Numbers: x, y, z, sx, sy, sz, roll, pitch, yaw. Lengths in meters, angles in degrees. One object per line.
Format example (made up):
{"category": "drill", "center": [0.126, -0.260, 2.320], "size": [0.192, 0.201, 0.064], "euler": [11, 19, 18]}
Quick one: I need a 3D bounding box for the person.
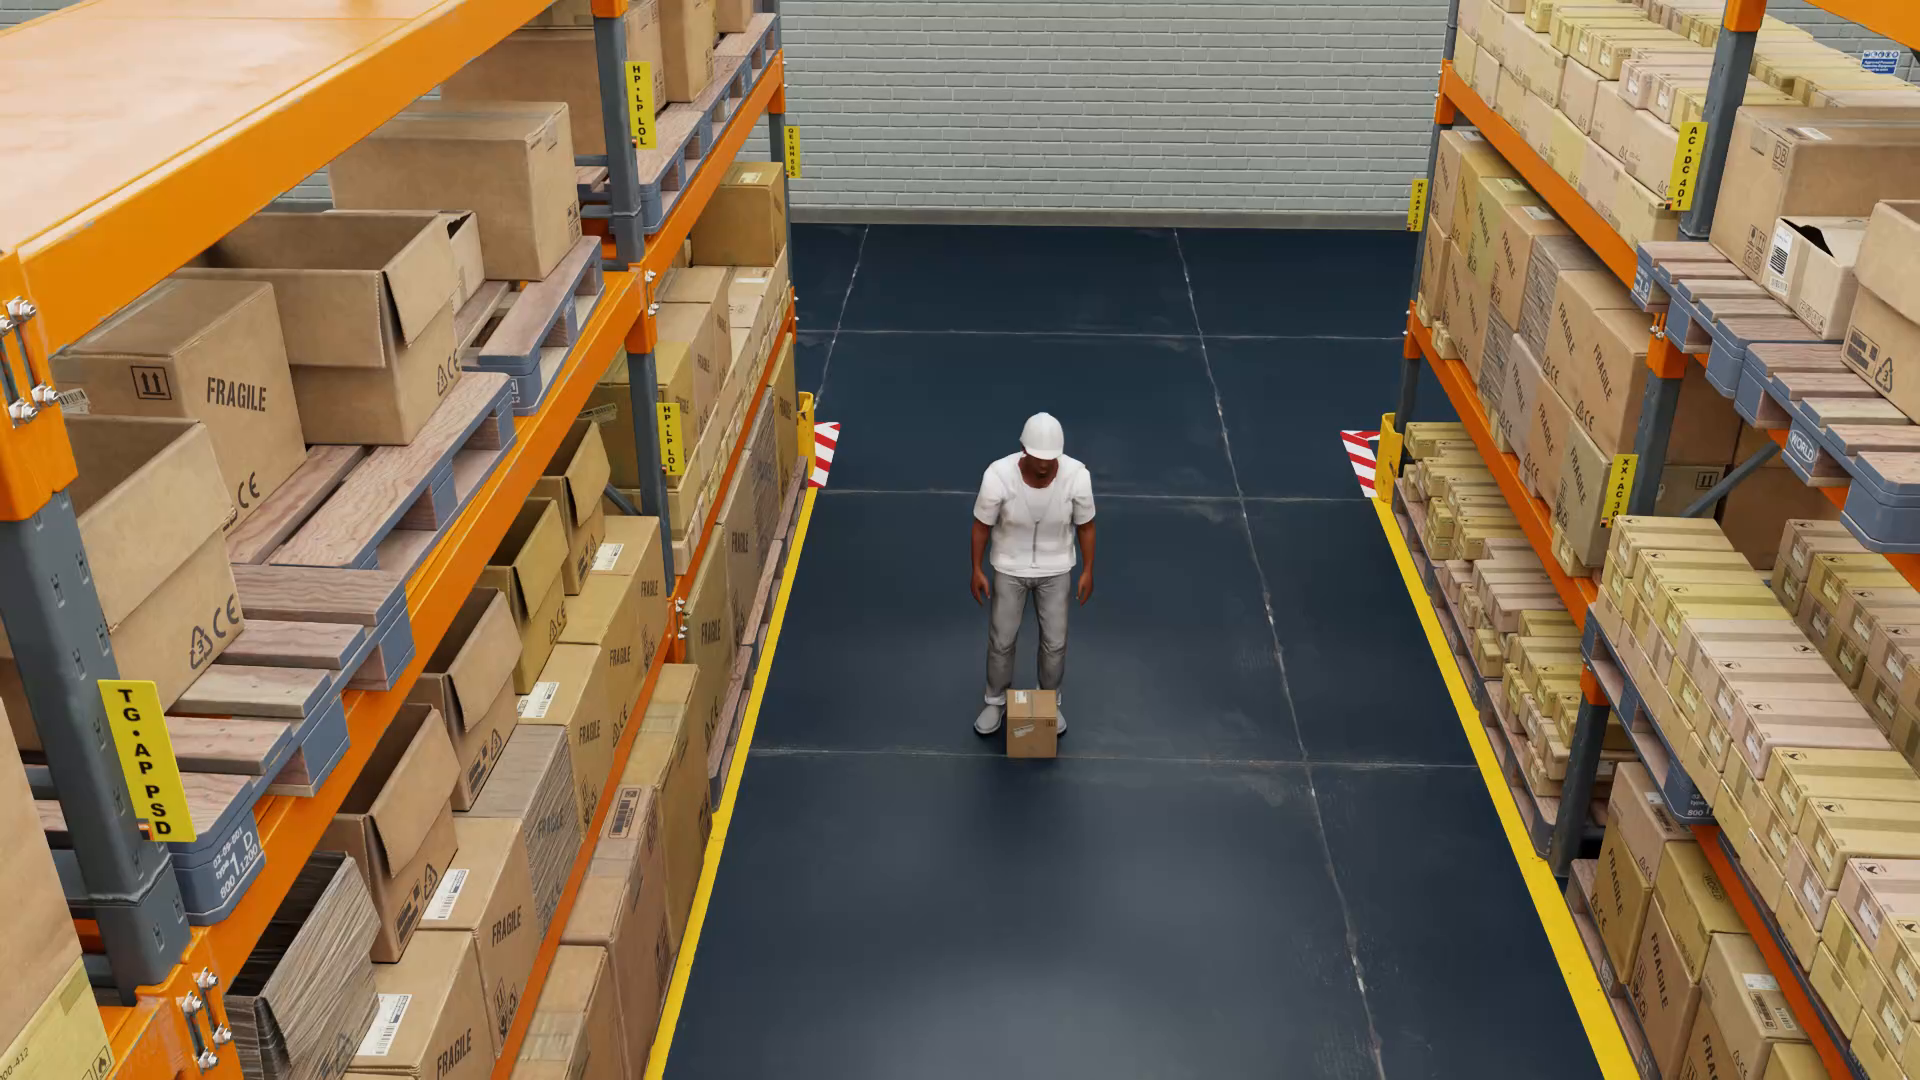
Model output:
{"category": "person", "center": [0.363, 0.161, 8.298], "size": [0.628, 1.759, 0.461], "euler": [0, 28, -1]}
